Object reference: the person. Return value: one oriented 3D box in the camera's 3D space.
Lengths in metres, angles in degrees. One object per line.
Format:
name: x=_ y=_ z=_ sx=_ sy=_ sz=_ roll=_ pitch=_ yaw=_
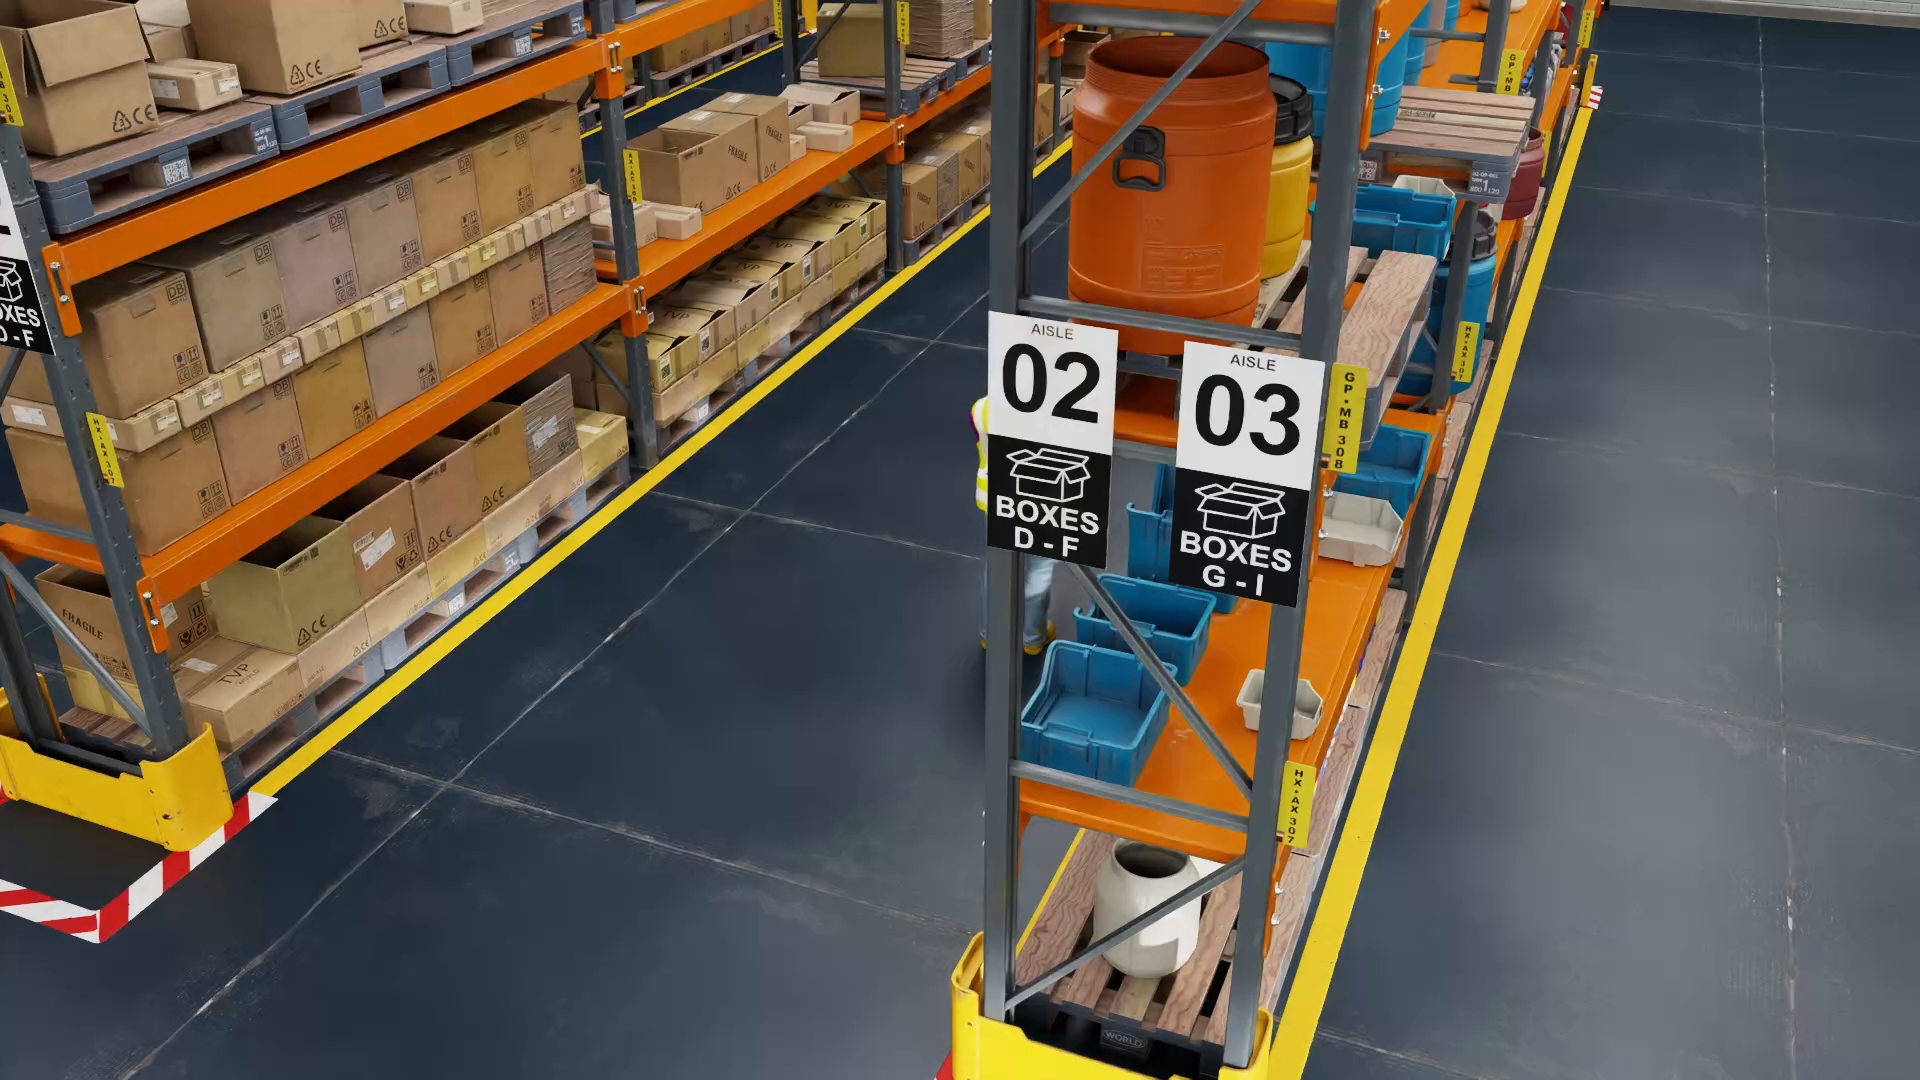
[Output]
person: x=0.328 y=-0.237 z=8.802 sx=0.504 sy=1.758 sz=0.581 roll=11 pitch=31 yaw=19
